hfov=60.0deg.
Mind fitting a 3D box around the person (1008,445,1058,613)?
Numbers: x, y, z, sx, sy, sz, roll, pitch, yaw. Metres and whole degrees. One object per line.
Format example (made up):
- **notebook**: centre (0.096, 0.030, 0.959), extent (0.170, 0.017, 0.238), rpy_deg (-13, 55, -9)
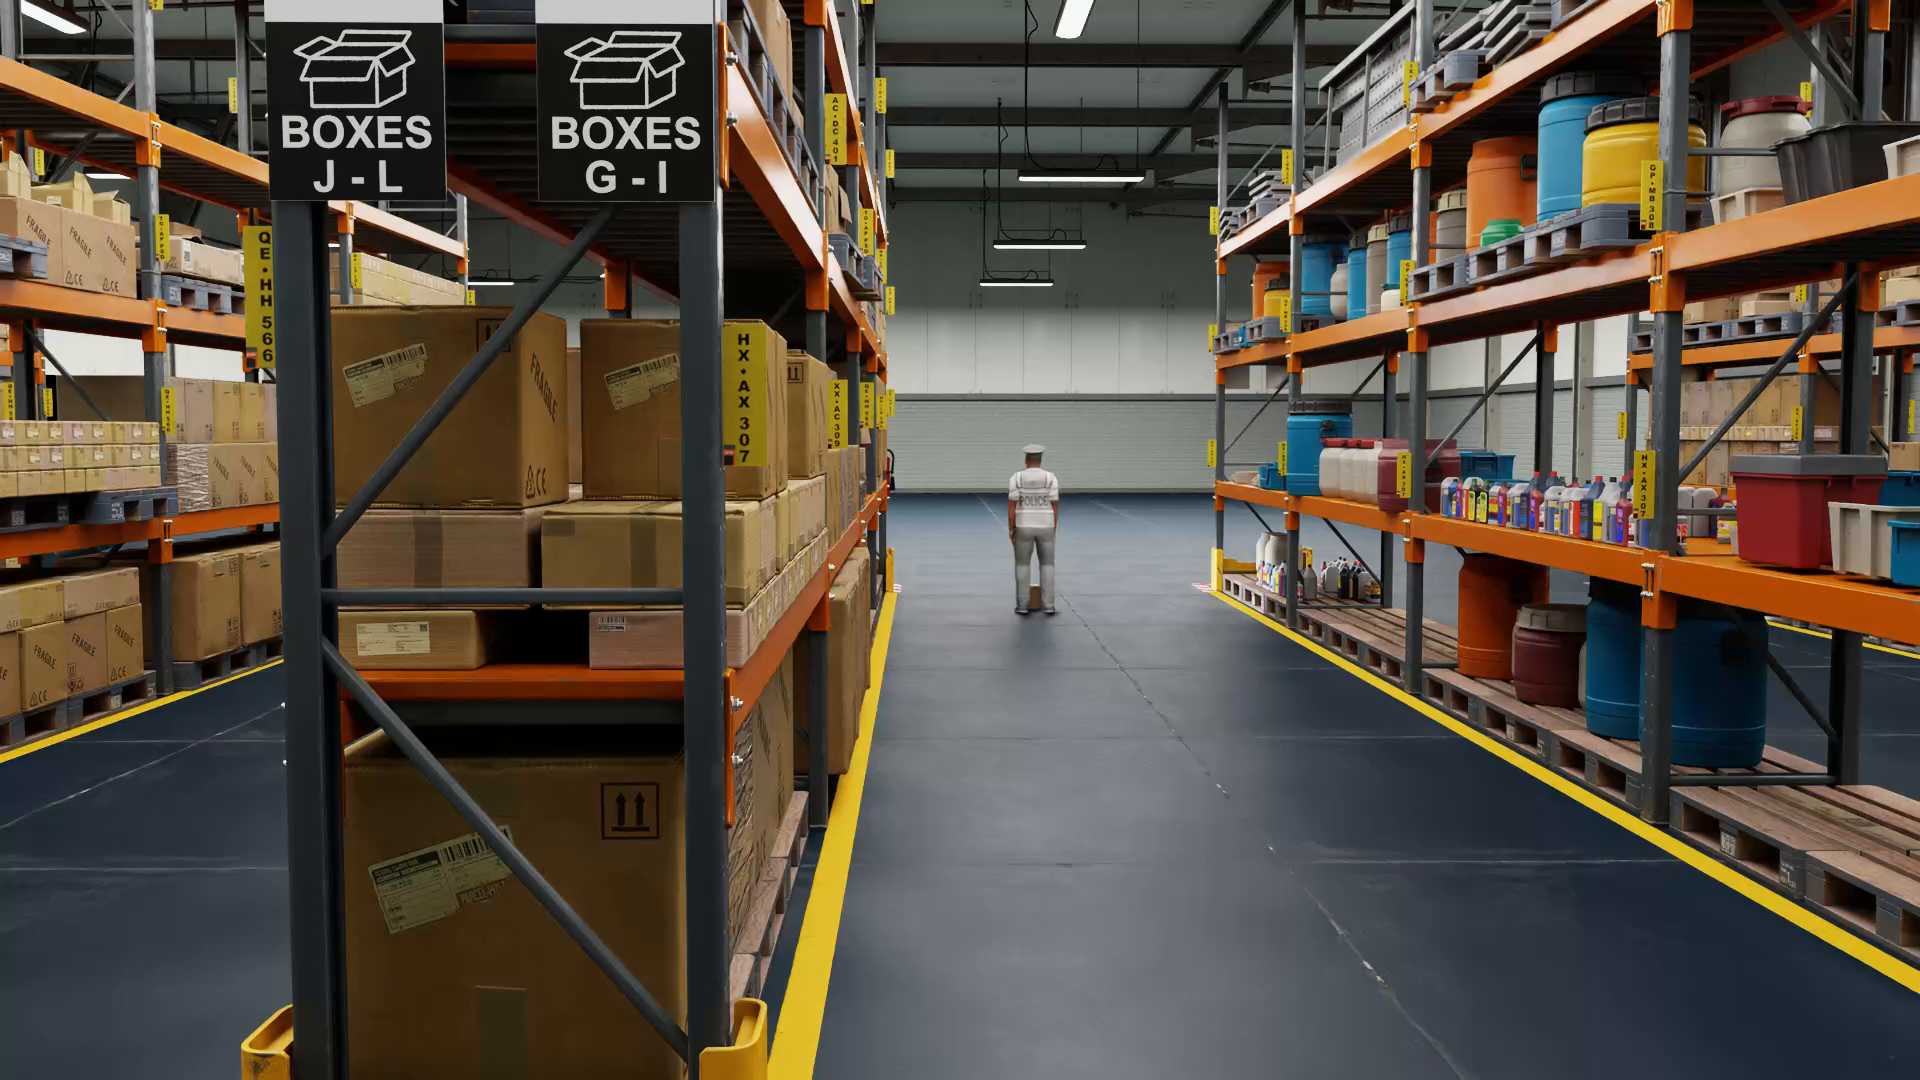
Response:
- **person**: centre (0.759, -0.111, 17.351), extent (0.527, 1.760, 0.393), rpy_deg (0, 4, 0)
